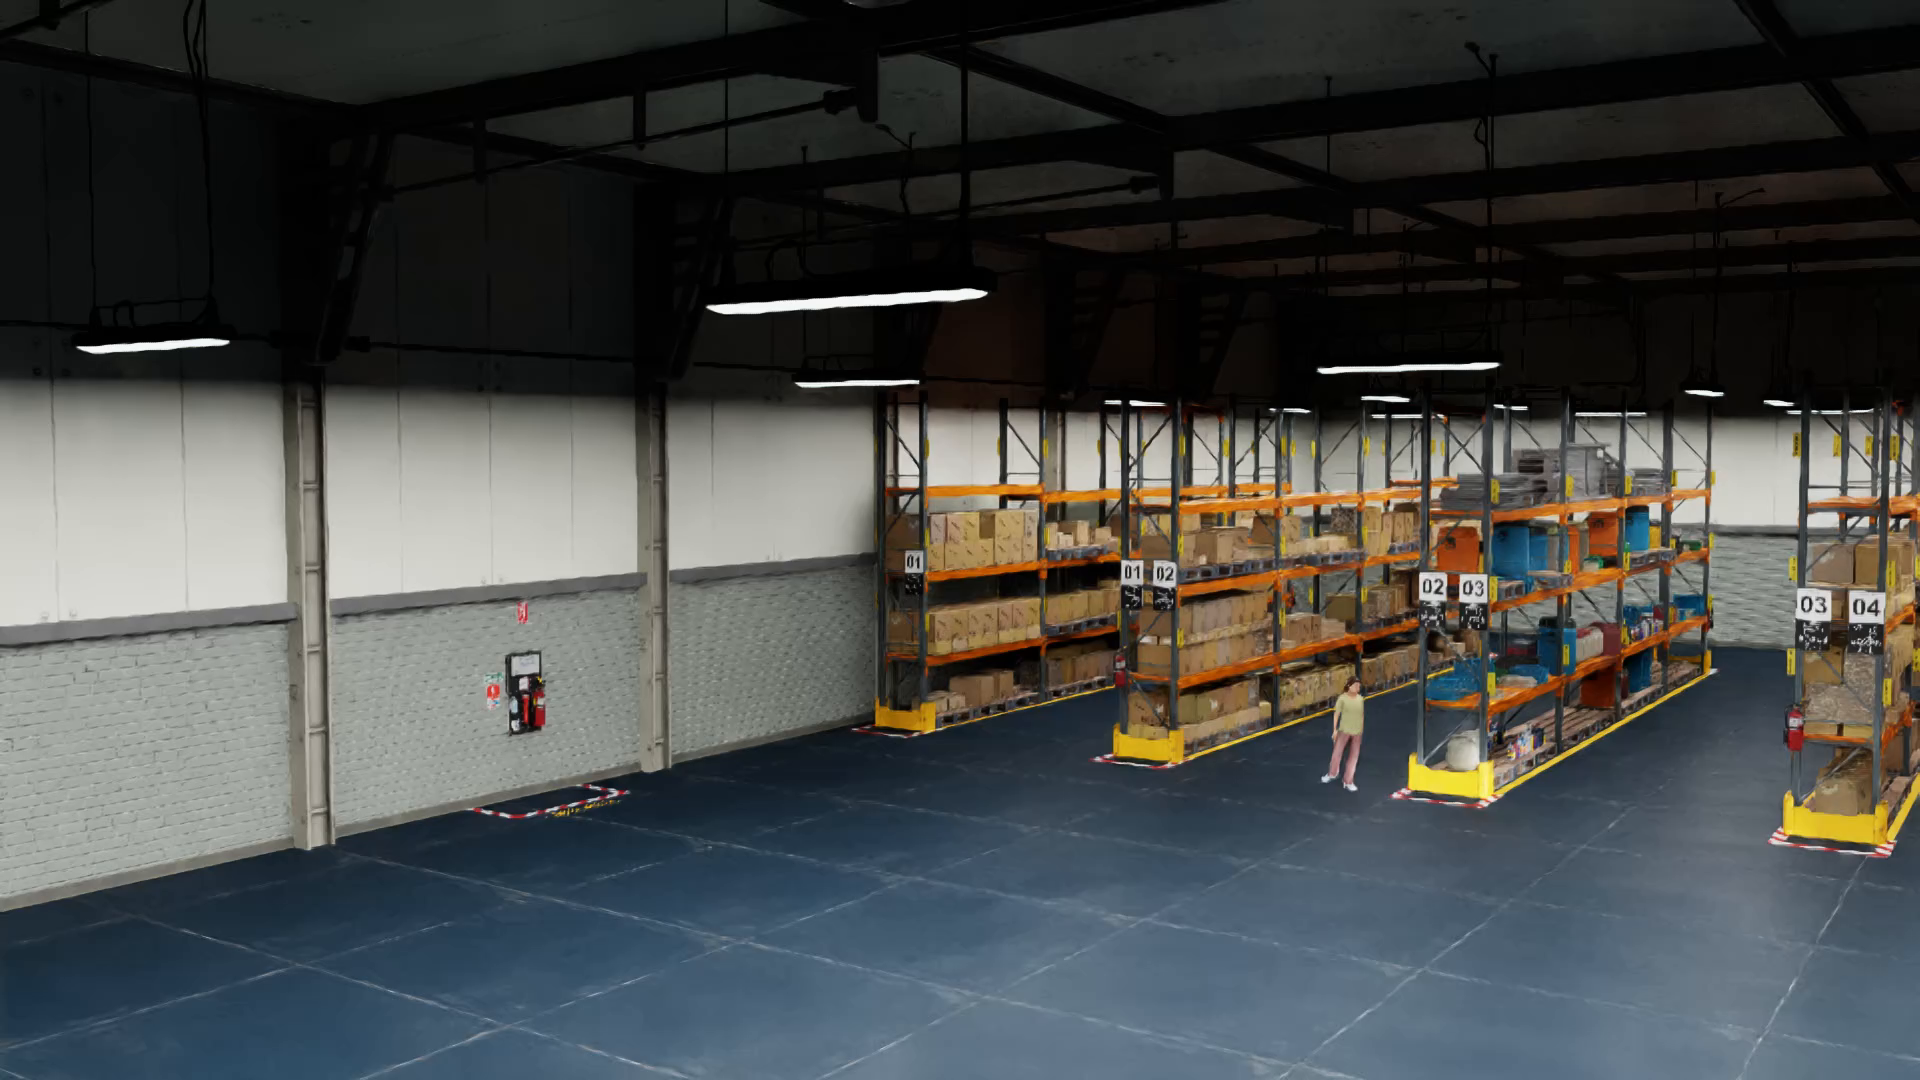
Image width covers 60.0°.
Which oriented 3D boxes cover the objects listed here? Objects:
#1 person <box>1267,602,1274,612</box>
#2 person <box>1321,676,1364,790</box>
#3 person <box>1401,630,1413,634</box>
[{"bbox_3d":[8.332,1.724,44.023,0.683,1.650,0.522,-1,3,-22],"label":"person"},{"bbox_3d":[5.621,2.813,24.359,0.603,1.667,0.457,0,3,-8],"label":"person"},{"bbox_3d":[11.673,1.668,44.420,0.723,1.715,0.529,-1,3,-22],"label":"person"}]
